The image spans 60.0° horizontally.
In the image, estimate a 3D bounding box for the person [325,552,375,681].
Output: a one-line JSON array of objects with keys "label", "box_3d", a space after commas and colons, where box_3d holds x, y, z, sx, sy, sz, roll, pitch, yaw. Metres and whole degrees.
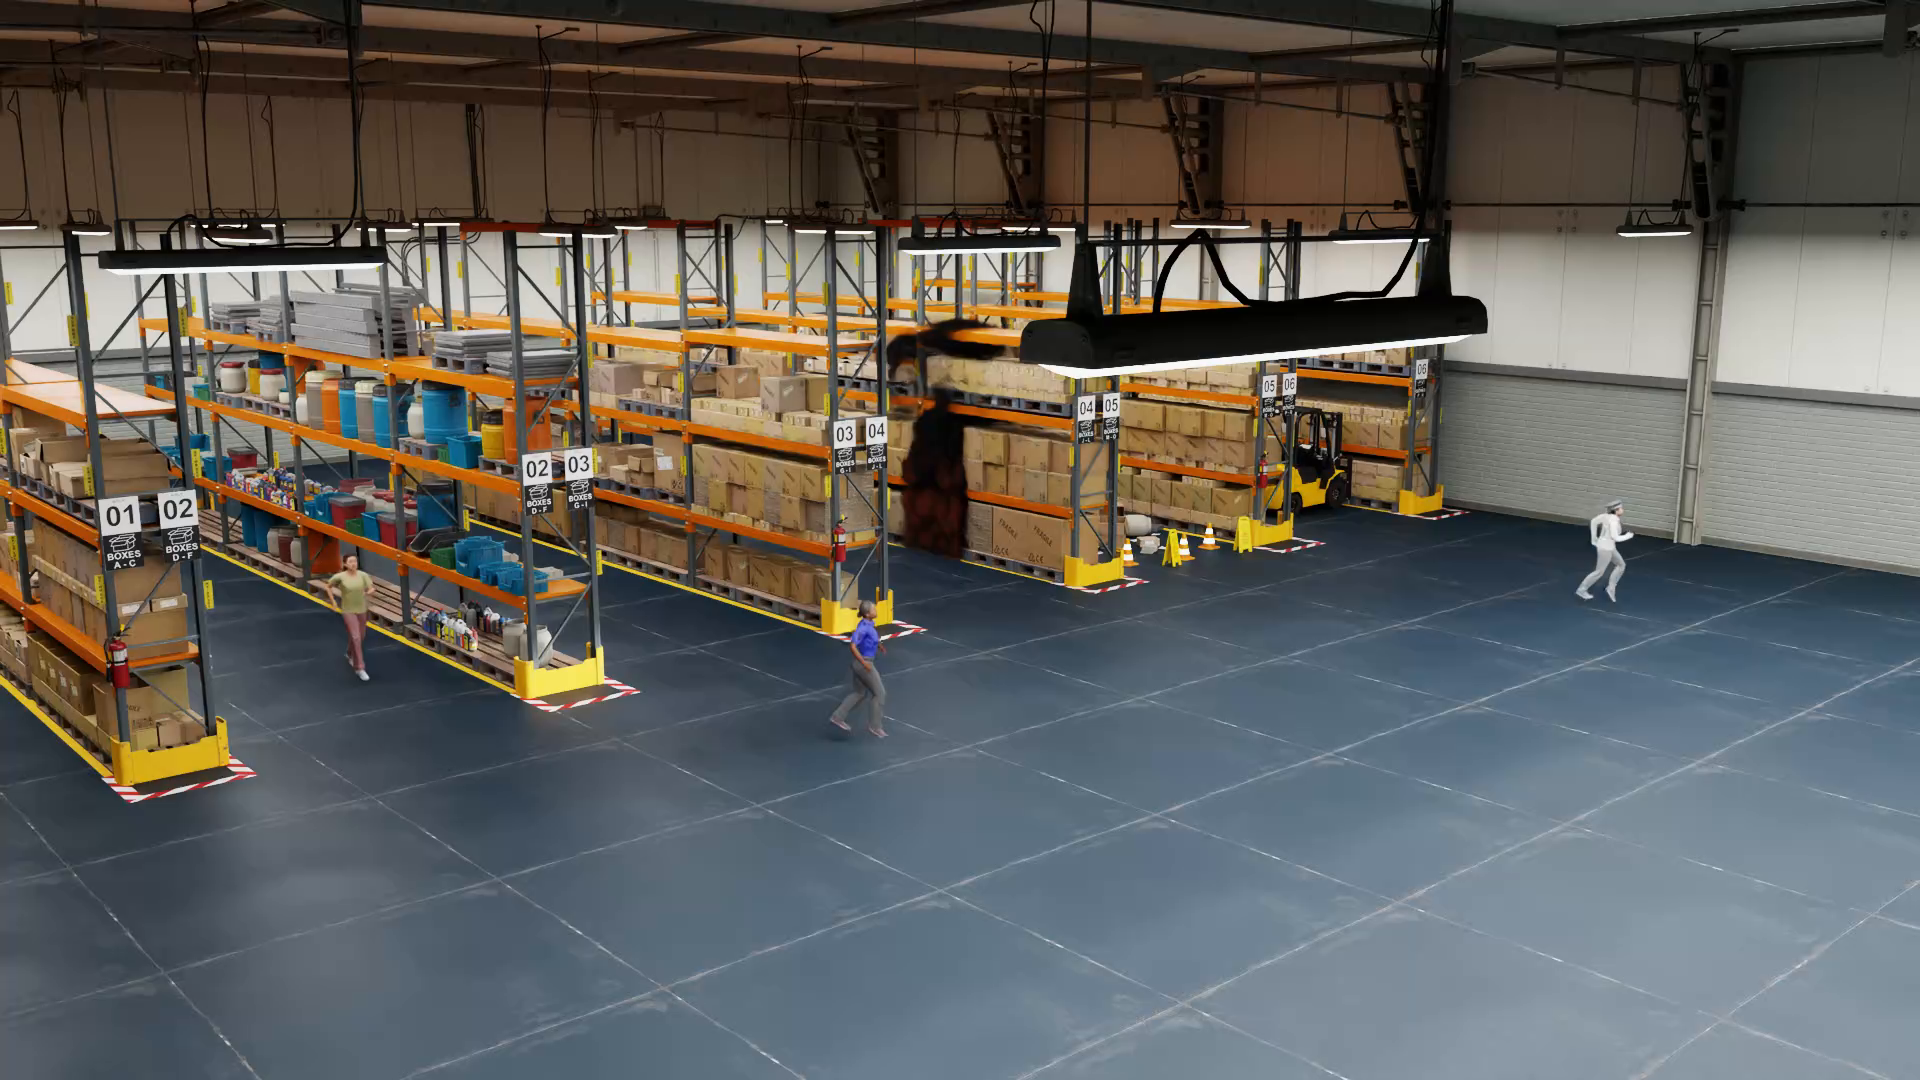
[{"label": "person", "box_3d": [-8.221, 1.006, 22.579, 0.564, 1.658, 0.907, -10, 15, -42]}]

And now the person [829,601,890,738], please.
[{"label": "person", "box_3d": [-1.210, 1.575, 20.006, 0.713, 1.705, 0.606, -1, 12, -7]}]

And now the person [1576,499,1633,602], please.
[{"label": "person", "box_3d": [10.384, 0.173, 26.766, 0.803, 1.697, 0.639, 2, 12, 10]}]
